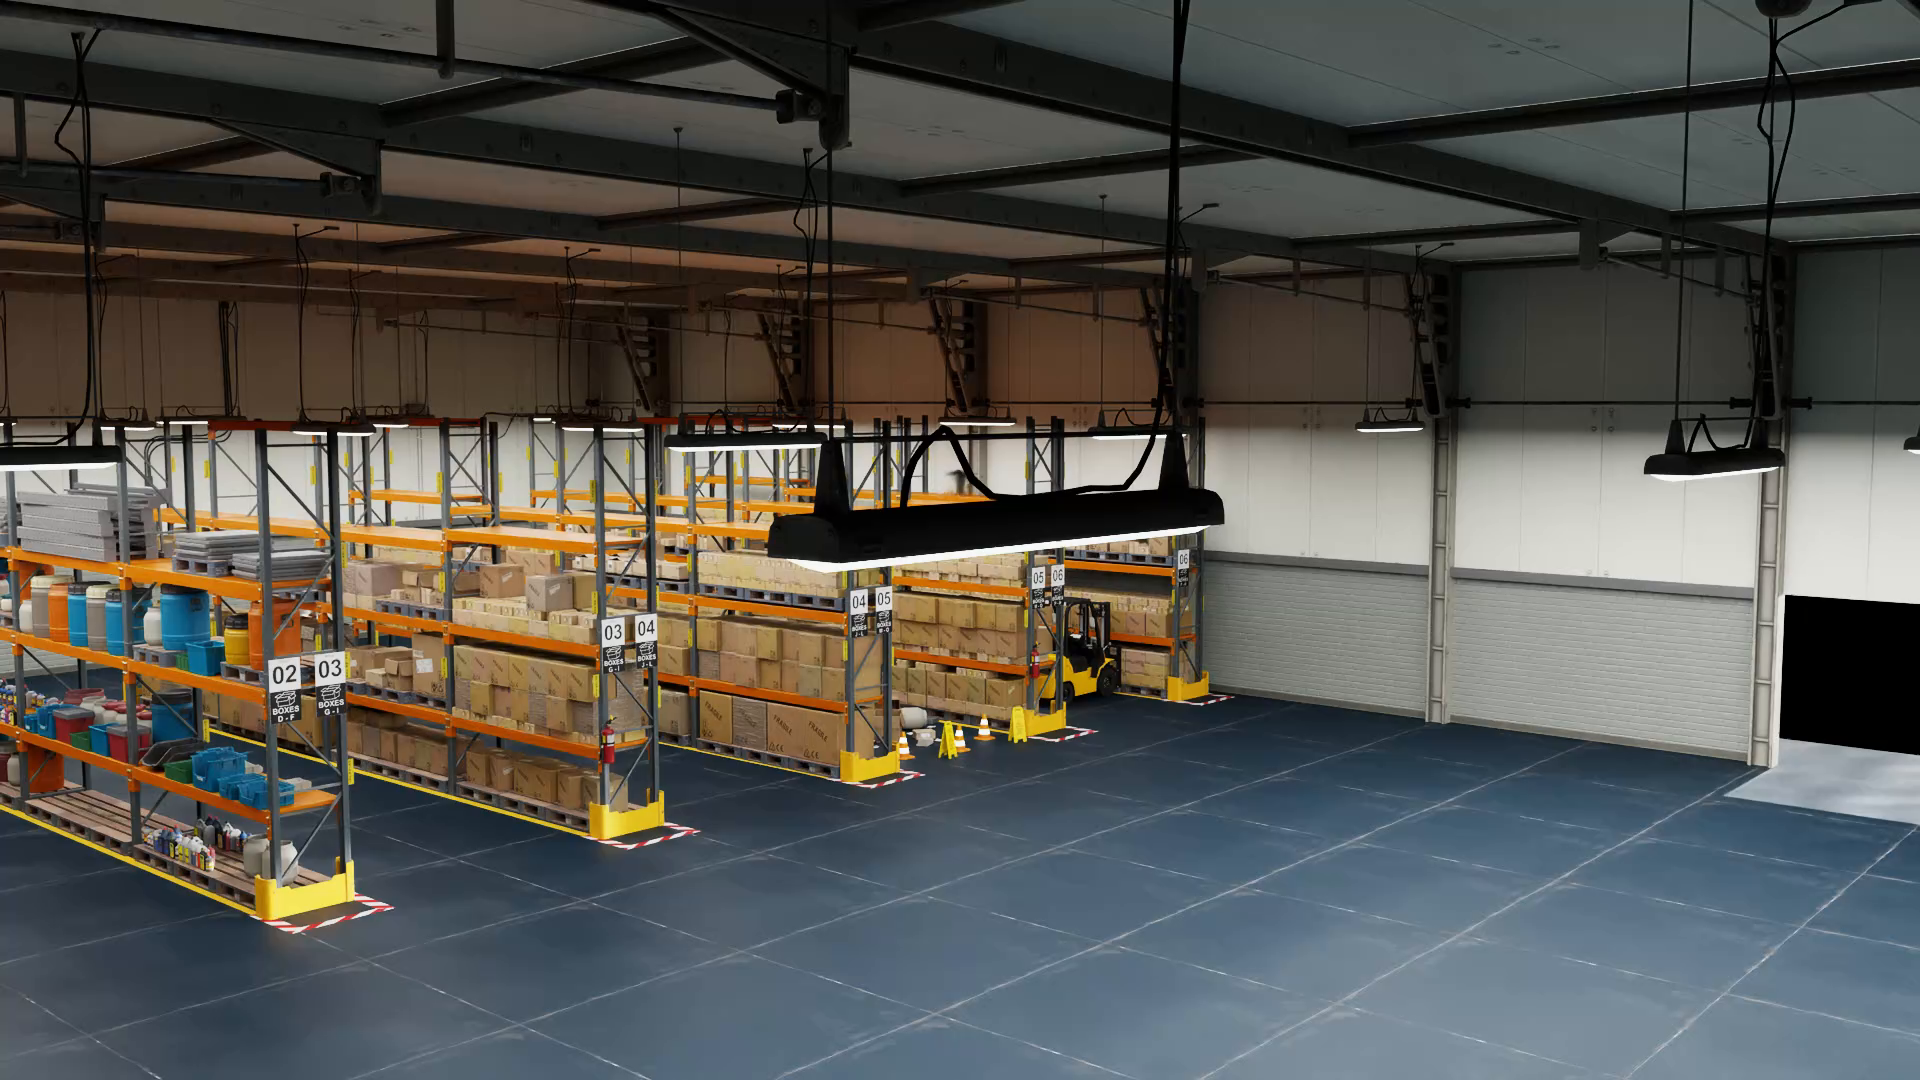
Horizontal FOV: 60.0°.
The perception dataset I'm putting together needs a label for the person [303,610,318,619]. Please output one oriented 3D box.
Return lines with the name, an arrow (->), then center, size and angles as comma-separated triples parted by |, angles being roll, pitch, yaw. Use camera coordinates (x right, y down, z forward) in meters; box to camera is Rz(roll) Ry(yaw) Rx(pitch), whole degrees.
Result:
person -> -14.839, 2.311, 38.003 | 0.701, 1.723, 0.622 | -2, 5, -24
